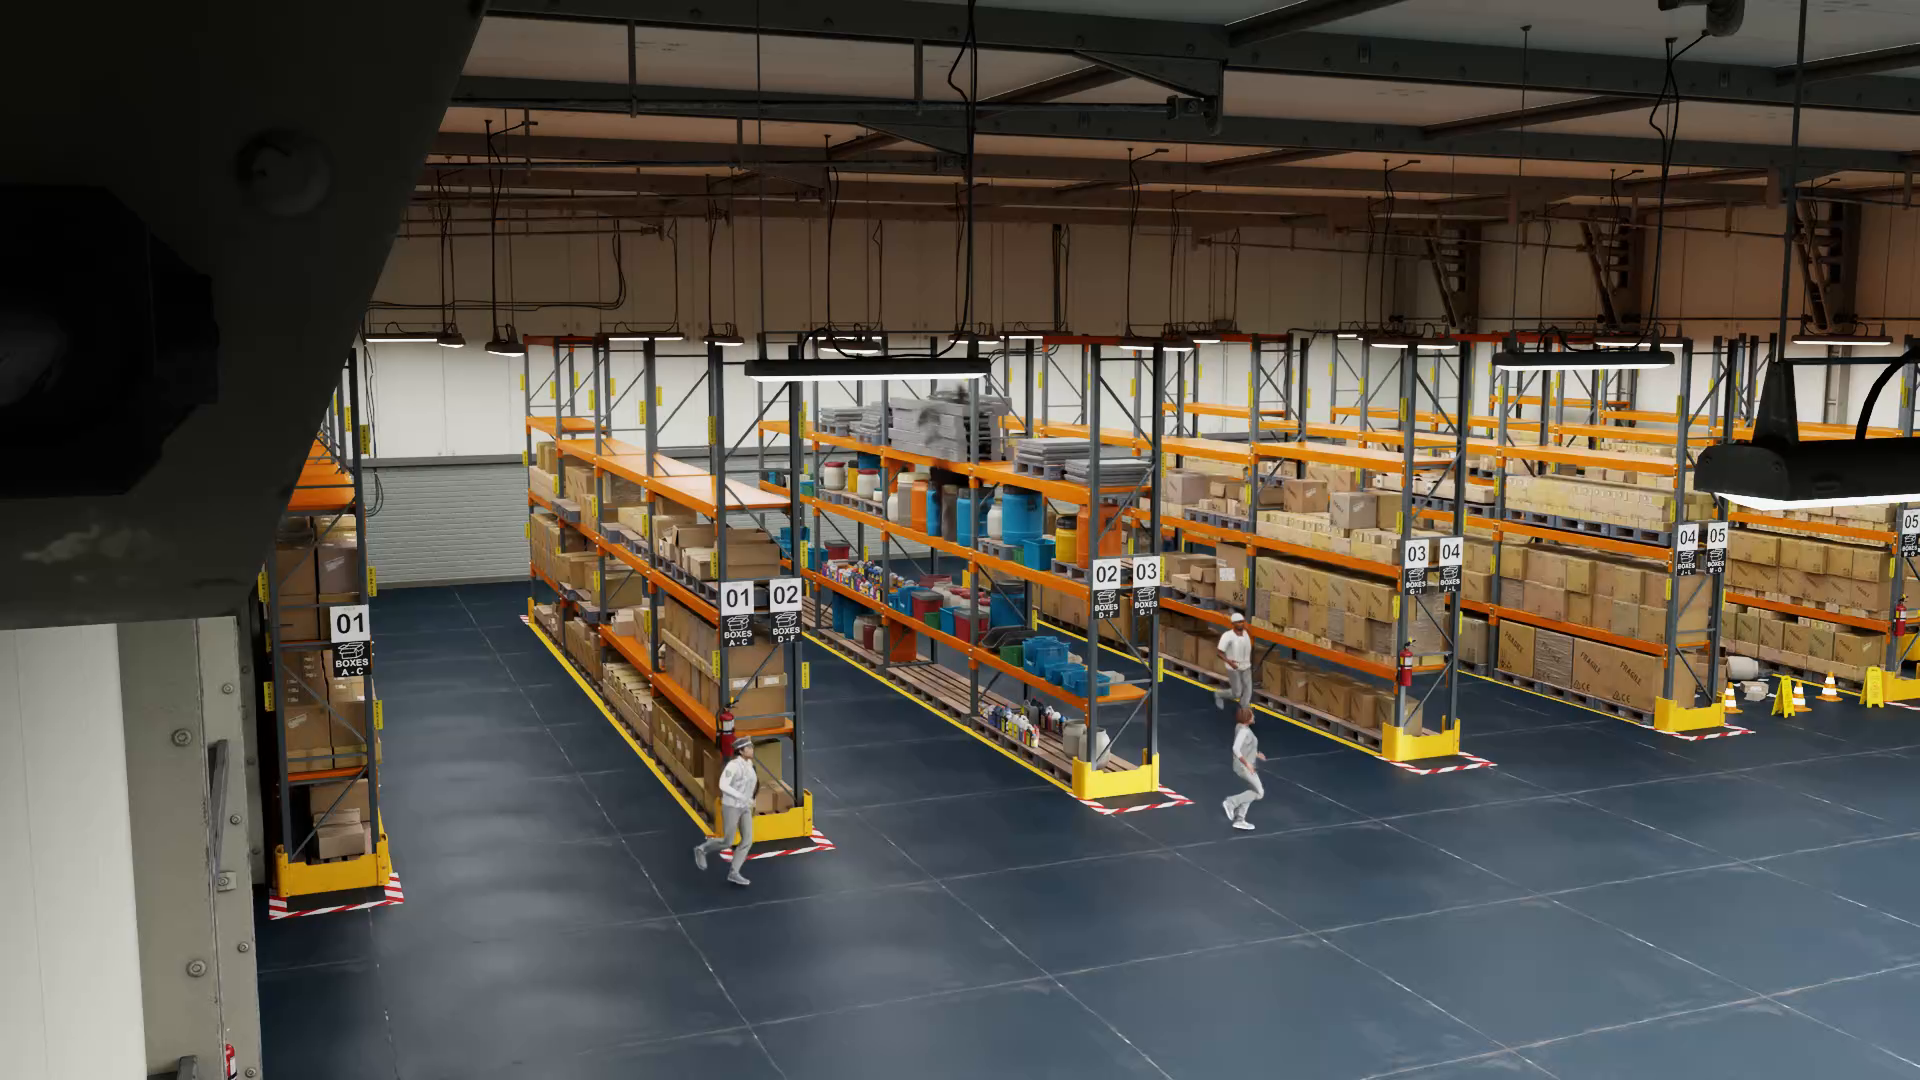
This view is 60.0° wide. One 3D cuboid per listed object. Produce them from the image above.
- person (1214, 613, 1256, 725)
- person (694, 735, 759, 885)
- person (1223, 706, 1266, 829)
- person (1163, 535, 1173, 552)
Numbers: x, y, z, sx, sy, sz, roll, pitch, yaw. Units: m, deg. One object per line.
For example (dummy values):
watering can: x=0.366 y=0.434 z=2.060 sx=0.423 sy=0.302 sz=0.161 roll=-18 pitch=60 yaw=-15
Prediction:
person: x=4.358 y=2.007 z=26.149 sx=0.700 sy=1.739 sz=0.801 roll=-5 pitch=9 yaw=-31
person: x=-2.579 y=3.024 z=18.971 sx=0.774 sy=1.631 sz=0.647 roll=4 pitch=9 yaw=29
person: x=3.537 y=2.833 z=20.654 sx=0.543 sy=1.556 sz=0.545 roll=1 pitch=8 yaw=4
person: x=5.248 y=0.009 z=41.797 sx=0.638 sy=1.590 sz=0.566 roll=-4 pitch=9 yaw=-27
